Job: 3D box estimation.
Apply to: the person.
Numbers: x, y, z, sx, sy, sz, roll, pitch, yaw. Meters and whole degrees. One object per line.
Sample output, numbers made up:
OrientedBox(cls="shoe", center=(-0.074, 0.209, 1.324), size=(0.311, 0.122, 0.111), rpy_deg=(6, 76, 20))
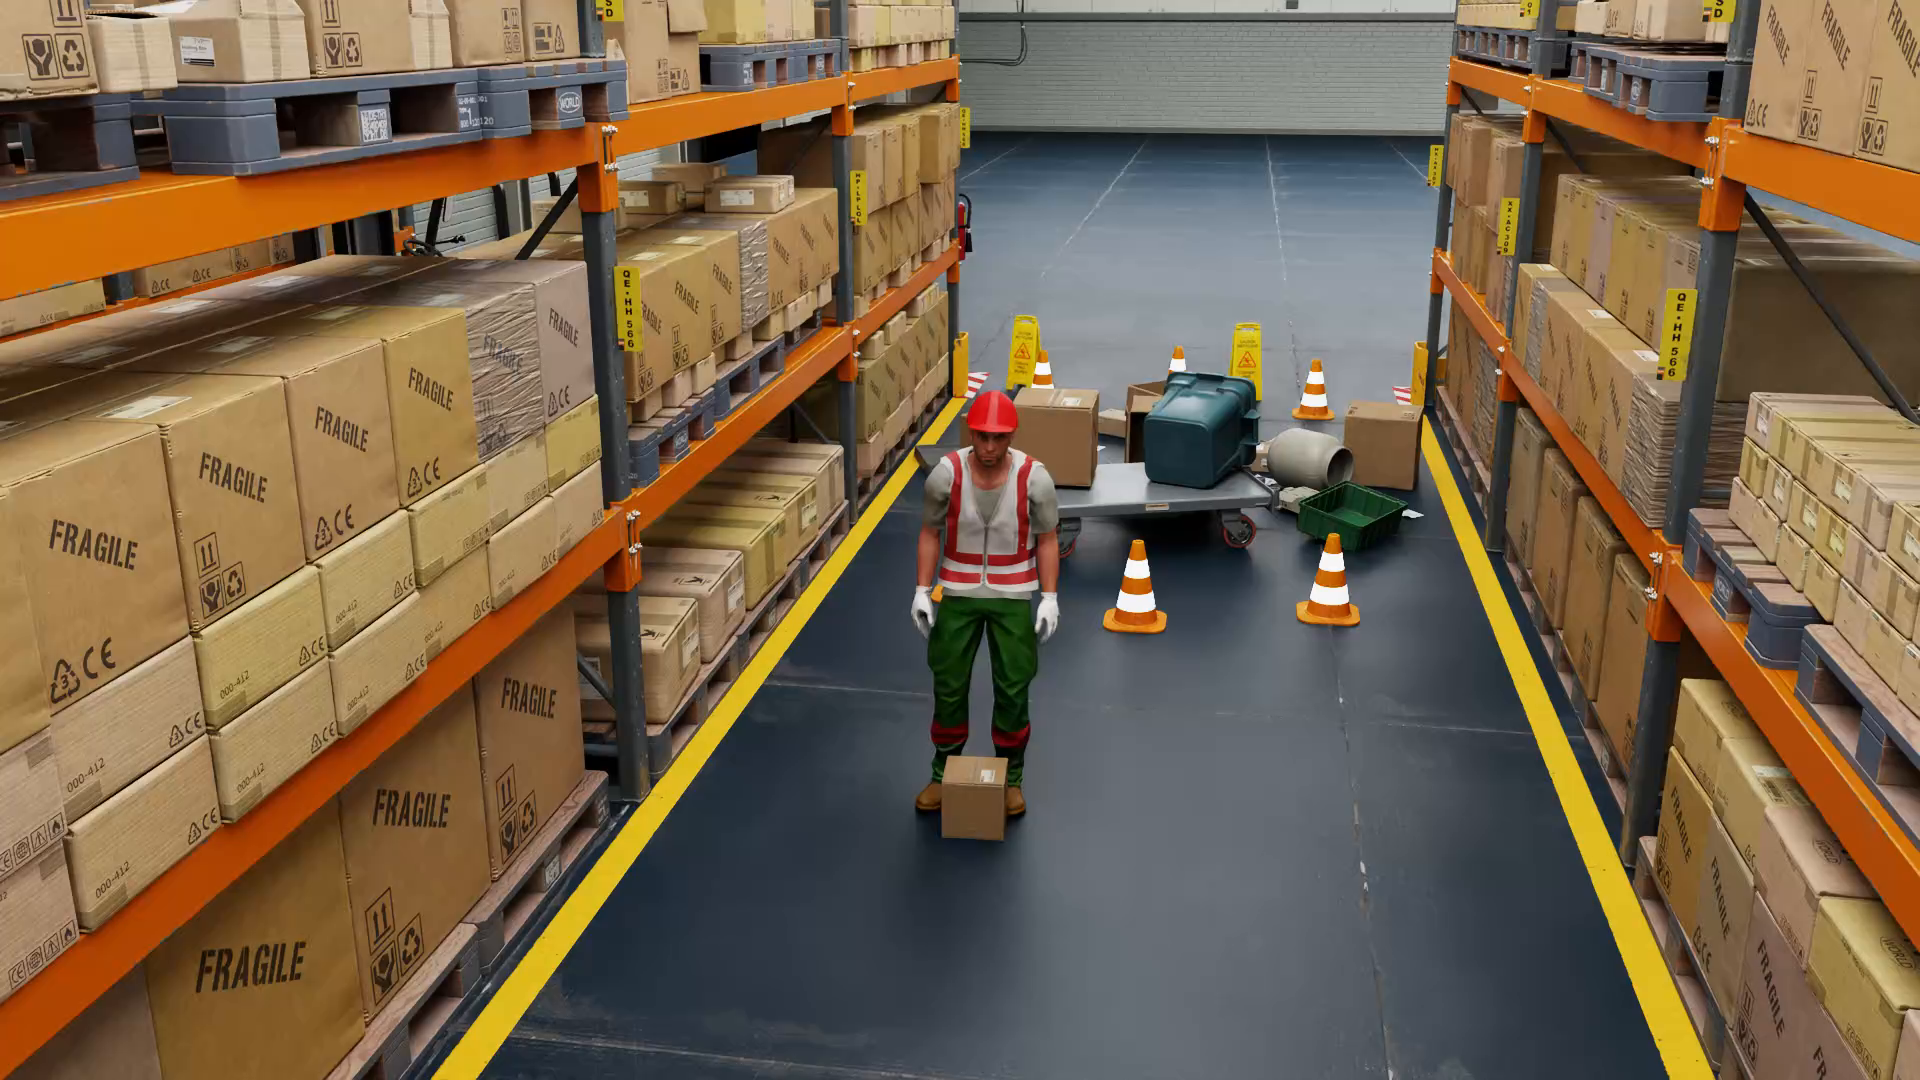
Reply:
OrientedBox(cls="person", center=(0.104, 0.253, 6.737), size=(0.610, 1.777, 0.452), rpy_deg=(2, 18, 6))
